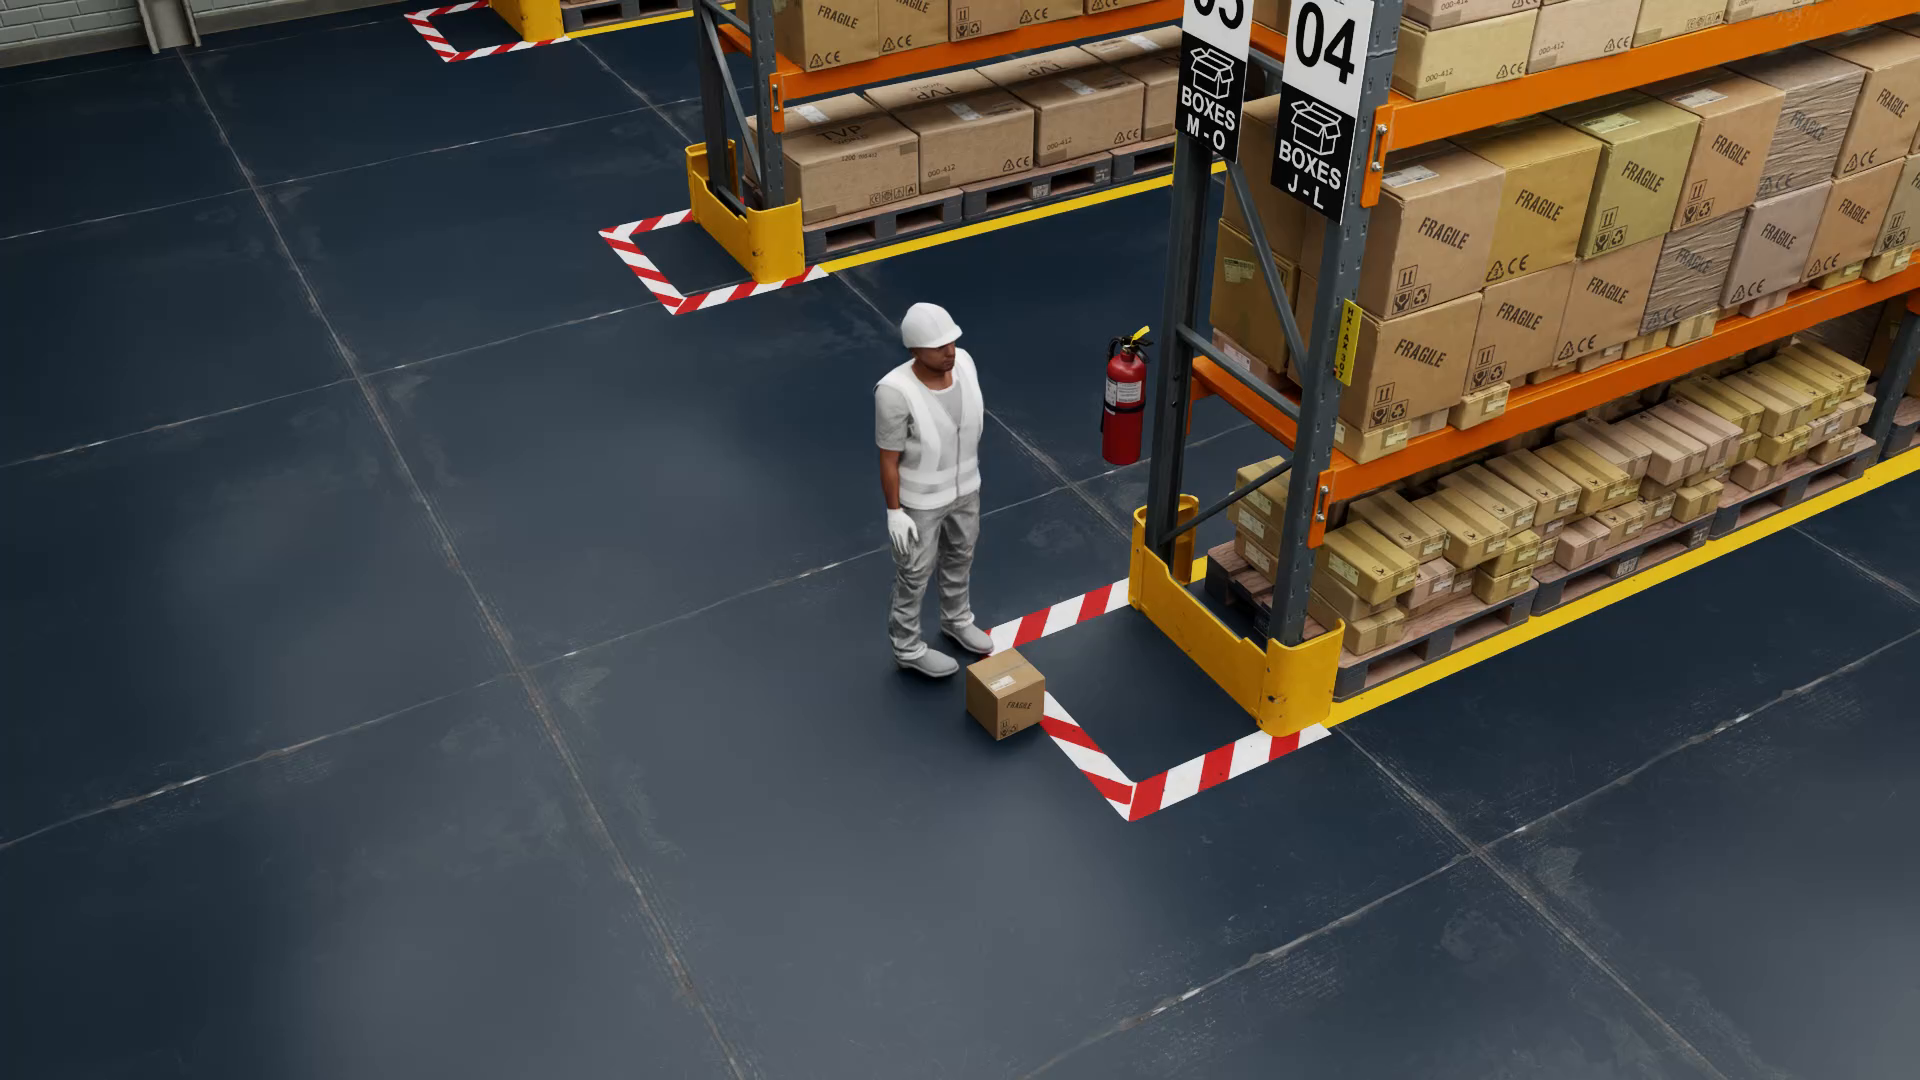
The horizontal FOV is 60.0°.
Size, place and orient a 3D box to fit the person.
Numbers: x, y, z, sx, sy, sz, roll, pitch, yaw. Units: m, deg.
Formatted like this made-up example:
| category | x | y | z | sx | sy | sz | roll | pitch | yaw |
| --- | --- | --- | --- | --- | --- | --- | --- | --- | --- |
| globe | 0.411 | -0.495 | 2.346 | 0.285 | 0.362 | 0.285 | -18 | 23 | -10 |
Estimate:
| category | x | y | z | sx | sy | sz | roll | pitch | yaw |
| --- | --- | --- | --- | --- | --- | --- | --- | --- | --- |
| person | -0.102 | -0.202 | 7.146 | 0.589 | 1.796 | 0.388 | -28 | 45 | -33 |
